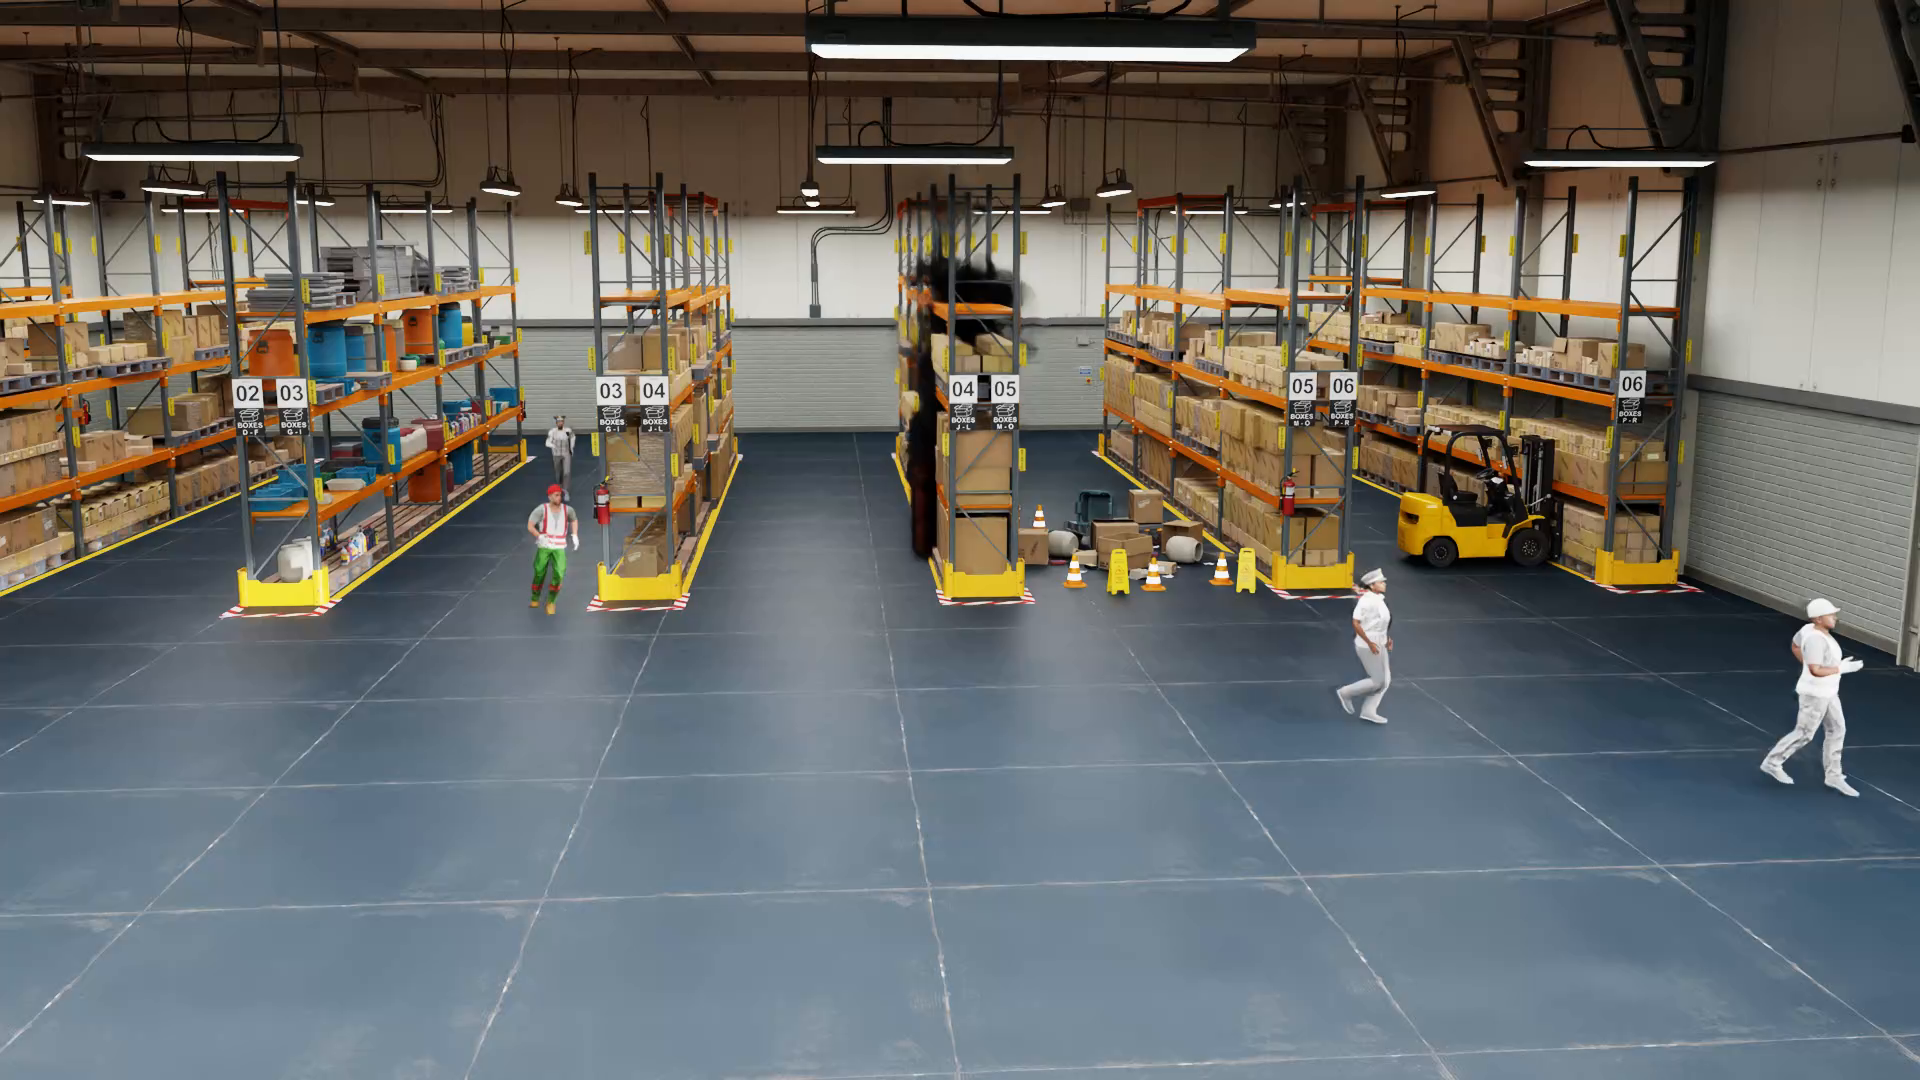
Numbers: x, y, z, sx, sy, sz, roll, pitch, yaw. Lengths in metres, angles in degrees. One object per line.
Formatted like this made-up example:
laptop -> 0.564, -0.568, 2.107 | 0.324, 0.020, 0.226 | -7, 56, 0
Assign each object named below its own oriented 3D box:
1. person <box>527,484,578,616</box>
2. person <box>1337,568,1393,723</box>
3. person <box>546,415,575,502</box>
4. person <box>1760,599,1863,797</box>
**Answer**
person -> -5.598, 0.124, 22.951 | 0.722, 1.806, 0.658 | -4, 11, -24
person -> 4.319, 1.110, 17.680 | 0.529, 1.669, 0.567 | 6, 12, 32
person -> -7.975, -1.671, 33.263 | 0.572, 1.697, 0.911 | -2, 10, -11
person -> 7.888, 1.439, 15.315 | 0.824, 1.823, 0.664 | 7, 12, 36
